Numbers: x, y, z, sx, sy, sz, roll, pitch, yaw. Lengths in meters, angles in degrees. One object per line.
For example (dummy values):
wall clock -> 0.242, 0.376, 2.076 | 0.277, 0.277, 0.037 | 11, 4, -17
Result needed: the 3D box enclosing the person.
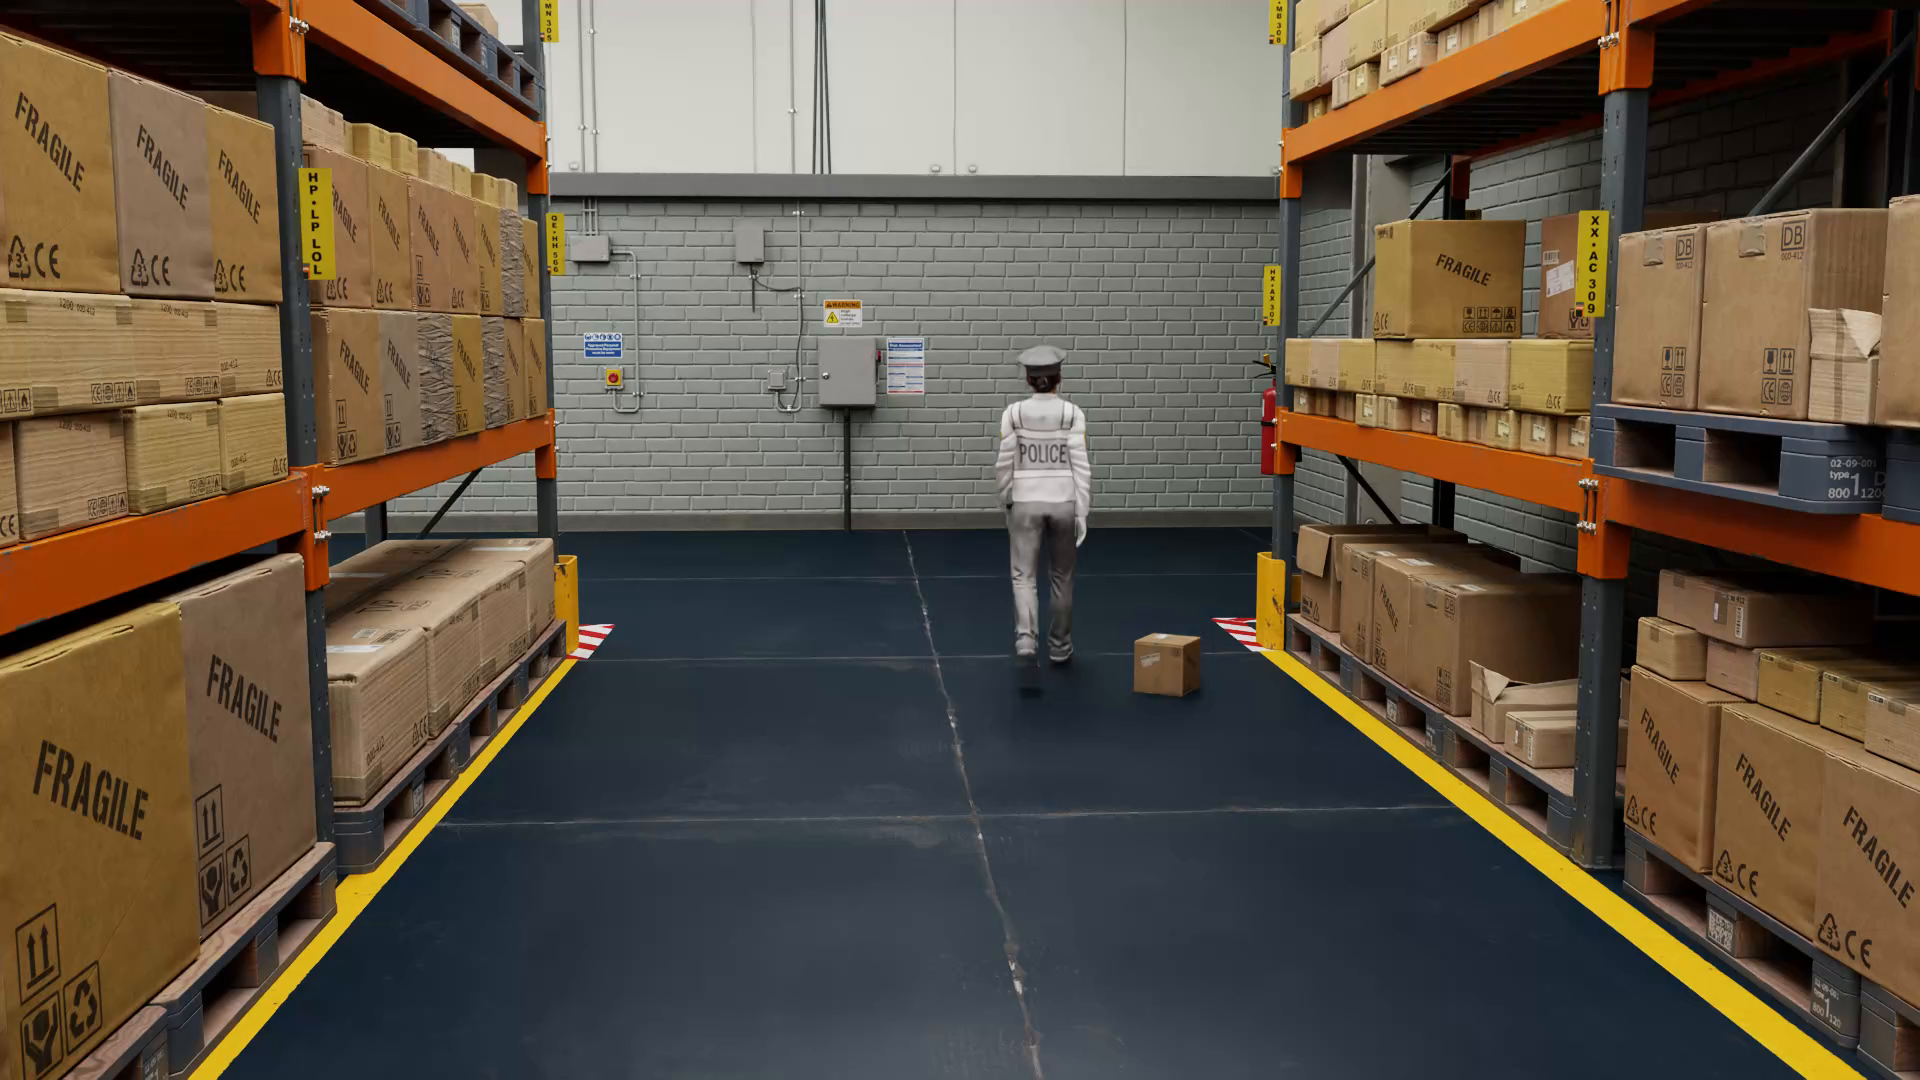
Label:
person -> 0.416, -0.157, 8.395 | 0.480, 1.645, 0.944 | 0, 7, 1
